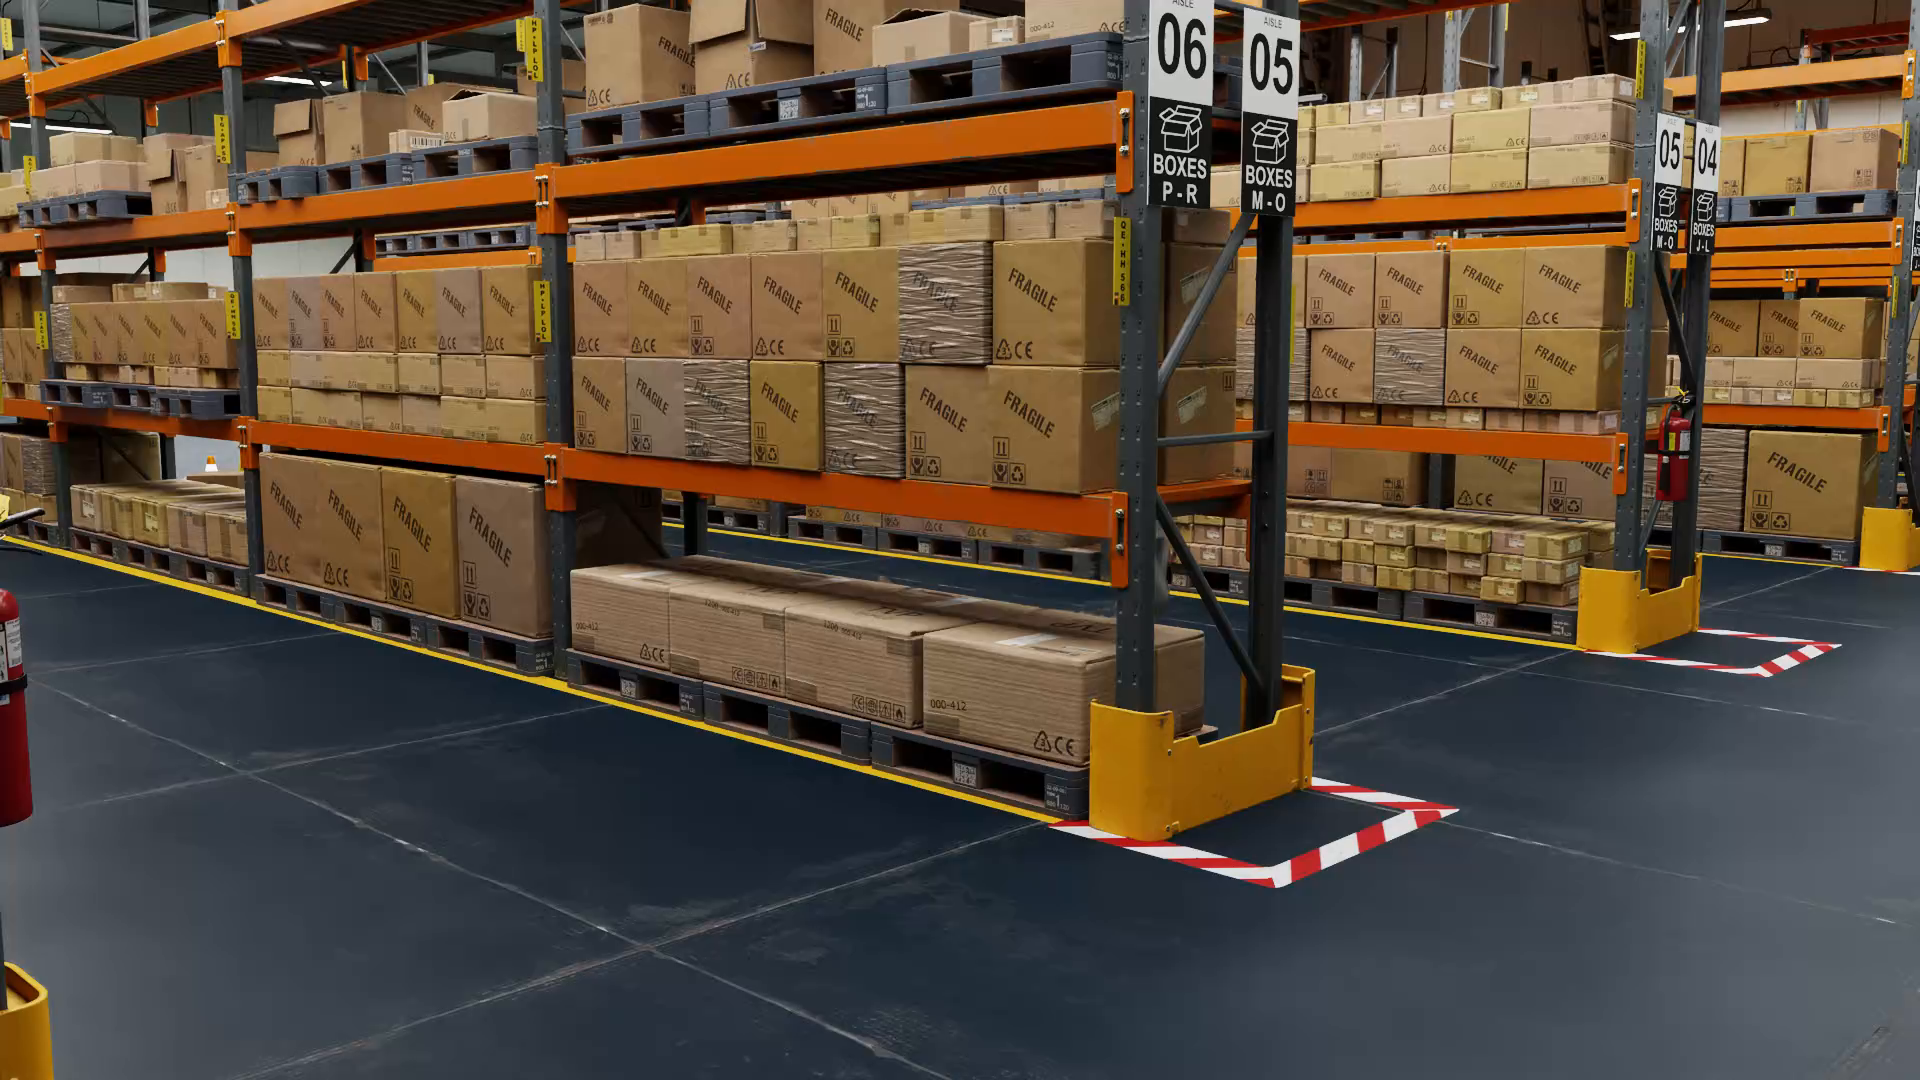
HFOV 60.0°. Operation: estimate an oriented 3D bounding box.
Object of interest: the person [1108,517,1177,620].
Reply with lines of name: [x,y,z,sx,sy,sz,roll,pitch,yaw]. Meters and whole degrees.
person: [0.989,0.004,8.866,0.422,1.592,0.449,6,9,38]
